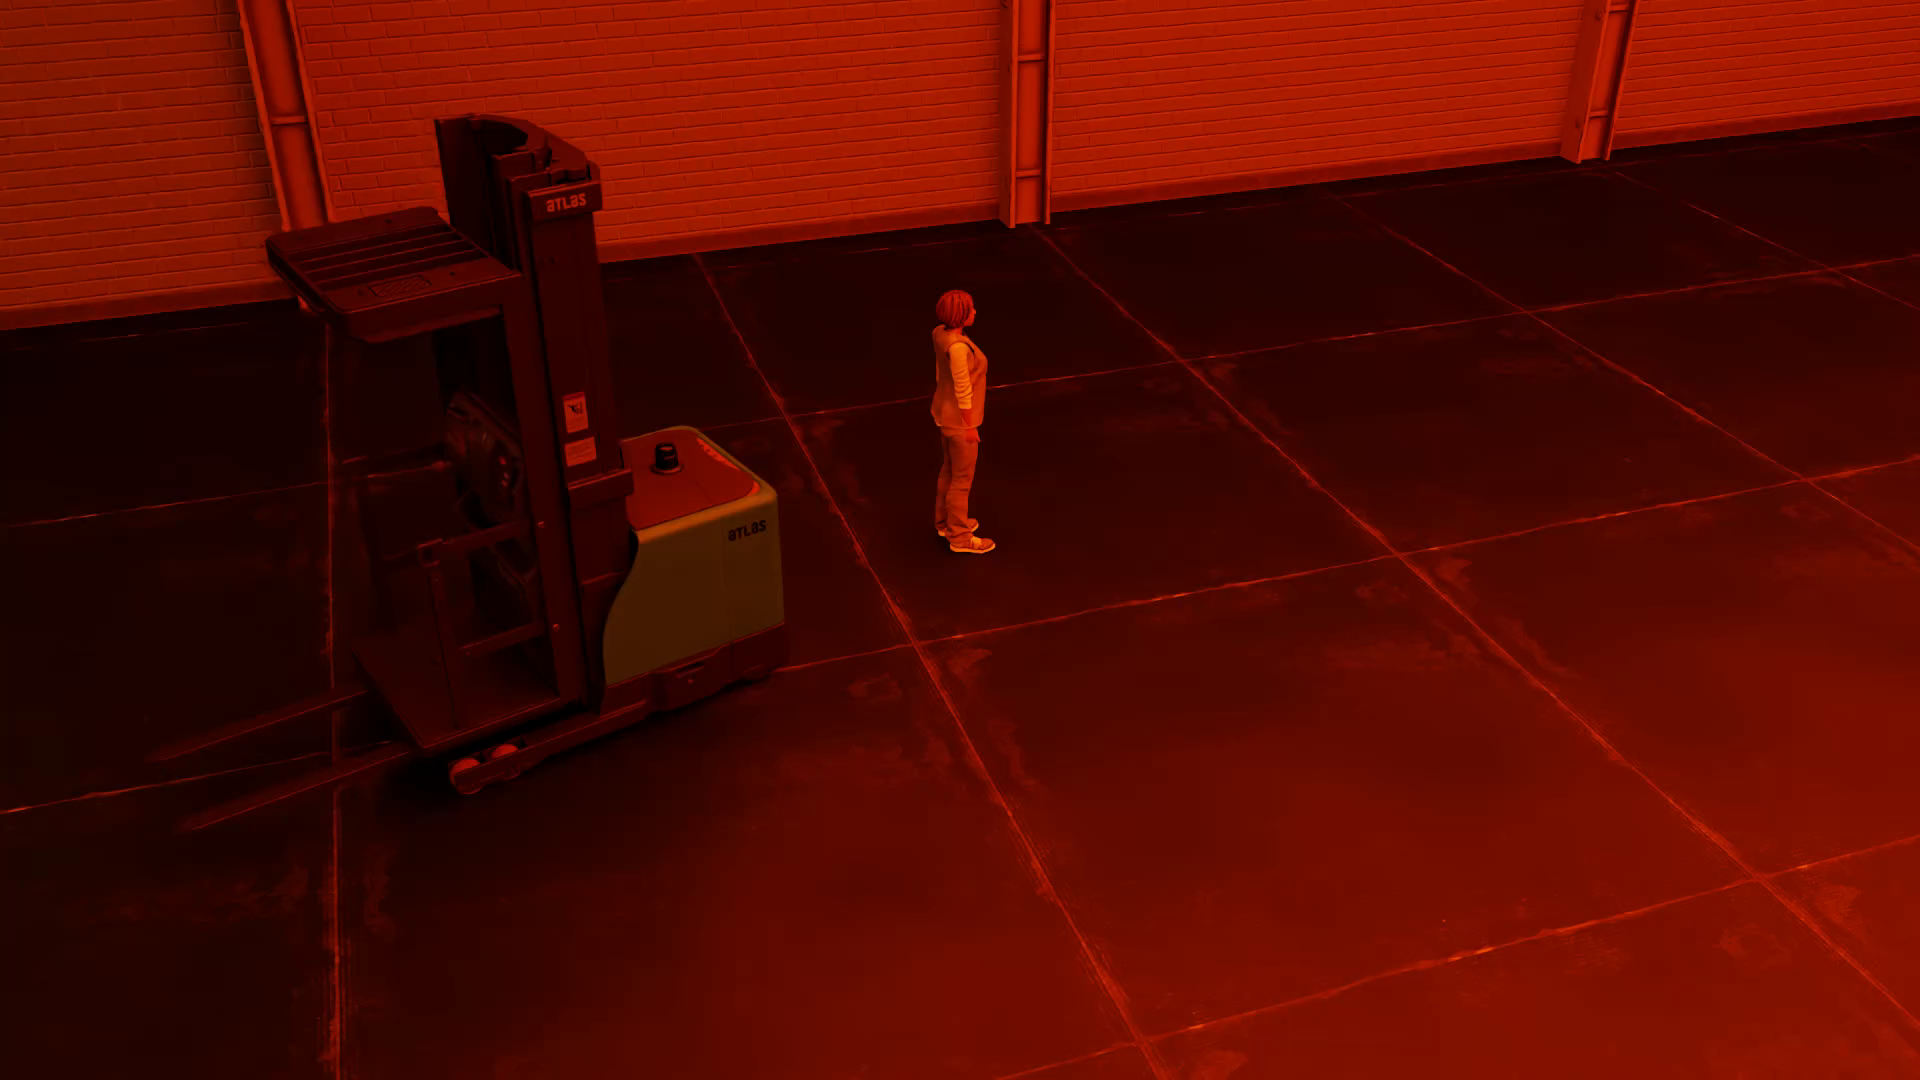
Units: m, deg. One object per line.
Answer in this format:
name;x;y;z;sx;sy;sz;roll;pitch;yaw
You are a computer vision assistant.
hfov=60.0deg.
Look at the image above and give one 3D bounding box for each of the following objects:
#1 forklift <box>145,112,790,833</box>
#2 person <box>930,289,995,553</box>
forklift;-2.398;-0.359;7.711;3.031;2.935;1.130;-20;35;-30
person;0.000;-0.694;9.630;0.327;1.602;0.409;-10;31;-16
